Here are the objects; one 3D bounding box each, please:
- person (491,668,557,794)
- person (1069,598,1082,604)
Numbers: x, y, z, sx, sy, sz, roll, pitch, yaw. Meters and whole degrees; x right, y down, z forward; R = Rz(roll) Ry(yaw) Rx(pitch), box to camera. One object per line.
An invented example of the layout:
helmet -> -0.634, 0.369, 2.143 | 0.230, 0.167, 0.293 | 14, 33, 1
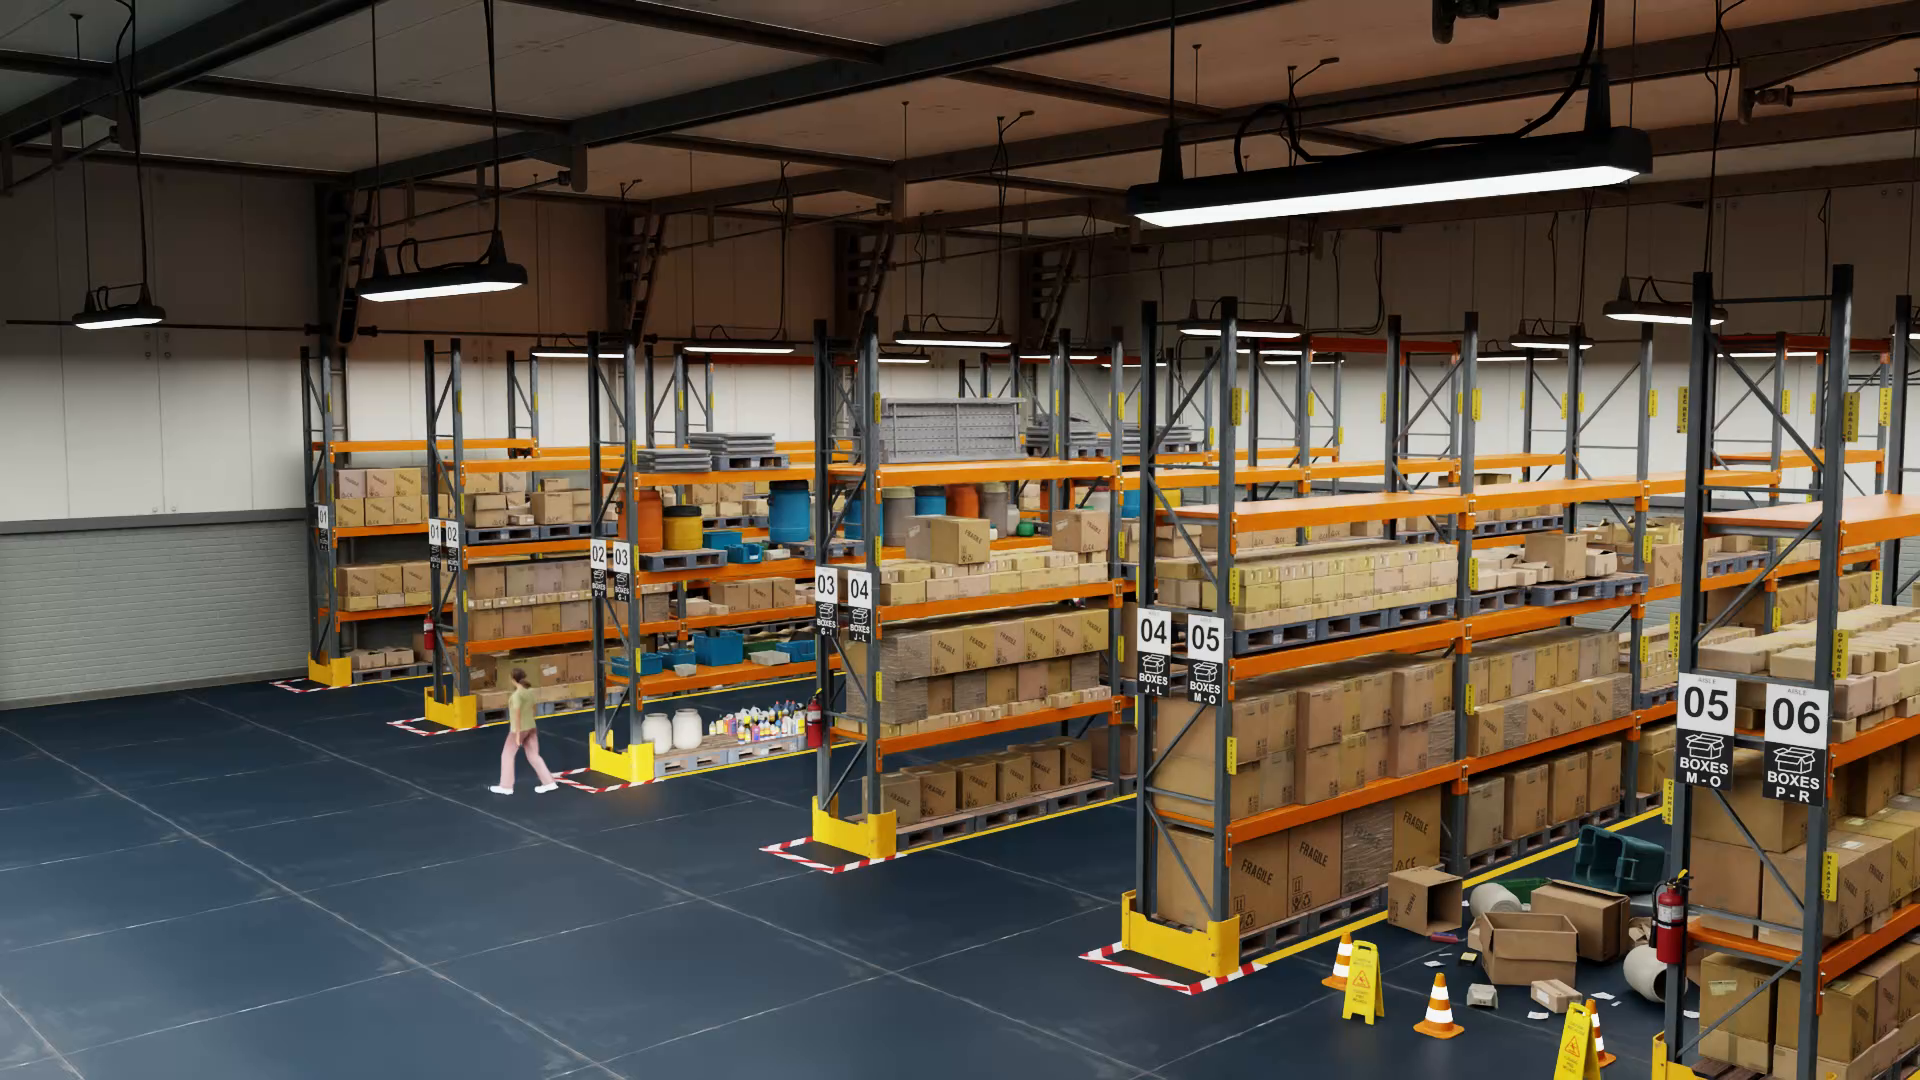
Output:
person -> -5.624, 2.461, 21.446 | 0.859, 1.646, 0.477 | 2, 6, 25
person -> 2.195, 1.509, 31.554 | 1.077, 1.703, 0.562 | -4, 7, -40
